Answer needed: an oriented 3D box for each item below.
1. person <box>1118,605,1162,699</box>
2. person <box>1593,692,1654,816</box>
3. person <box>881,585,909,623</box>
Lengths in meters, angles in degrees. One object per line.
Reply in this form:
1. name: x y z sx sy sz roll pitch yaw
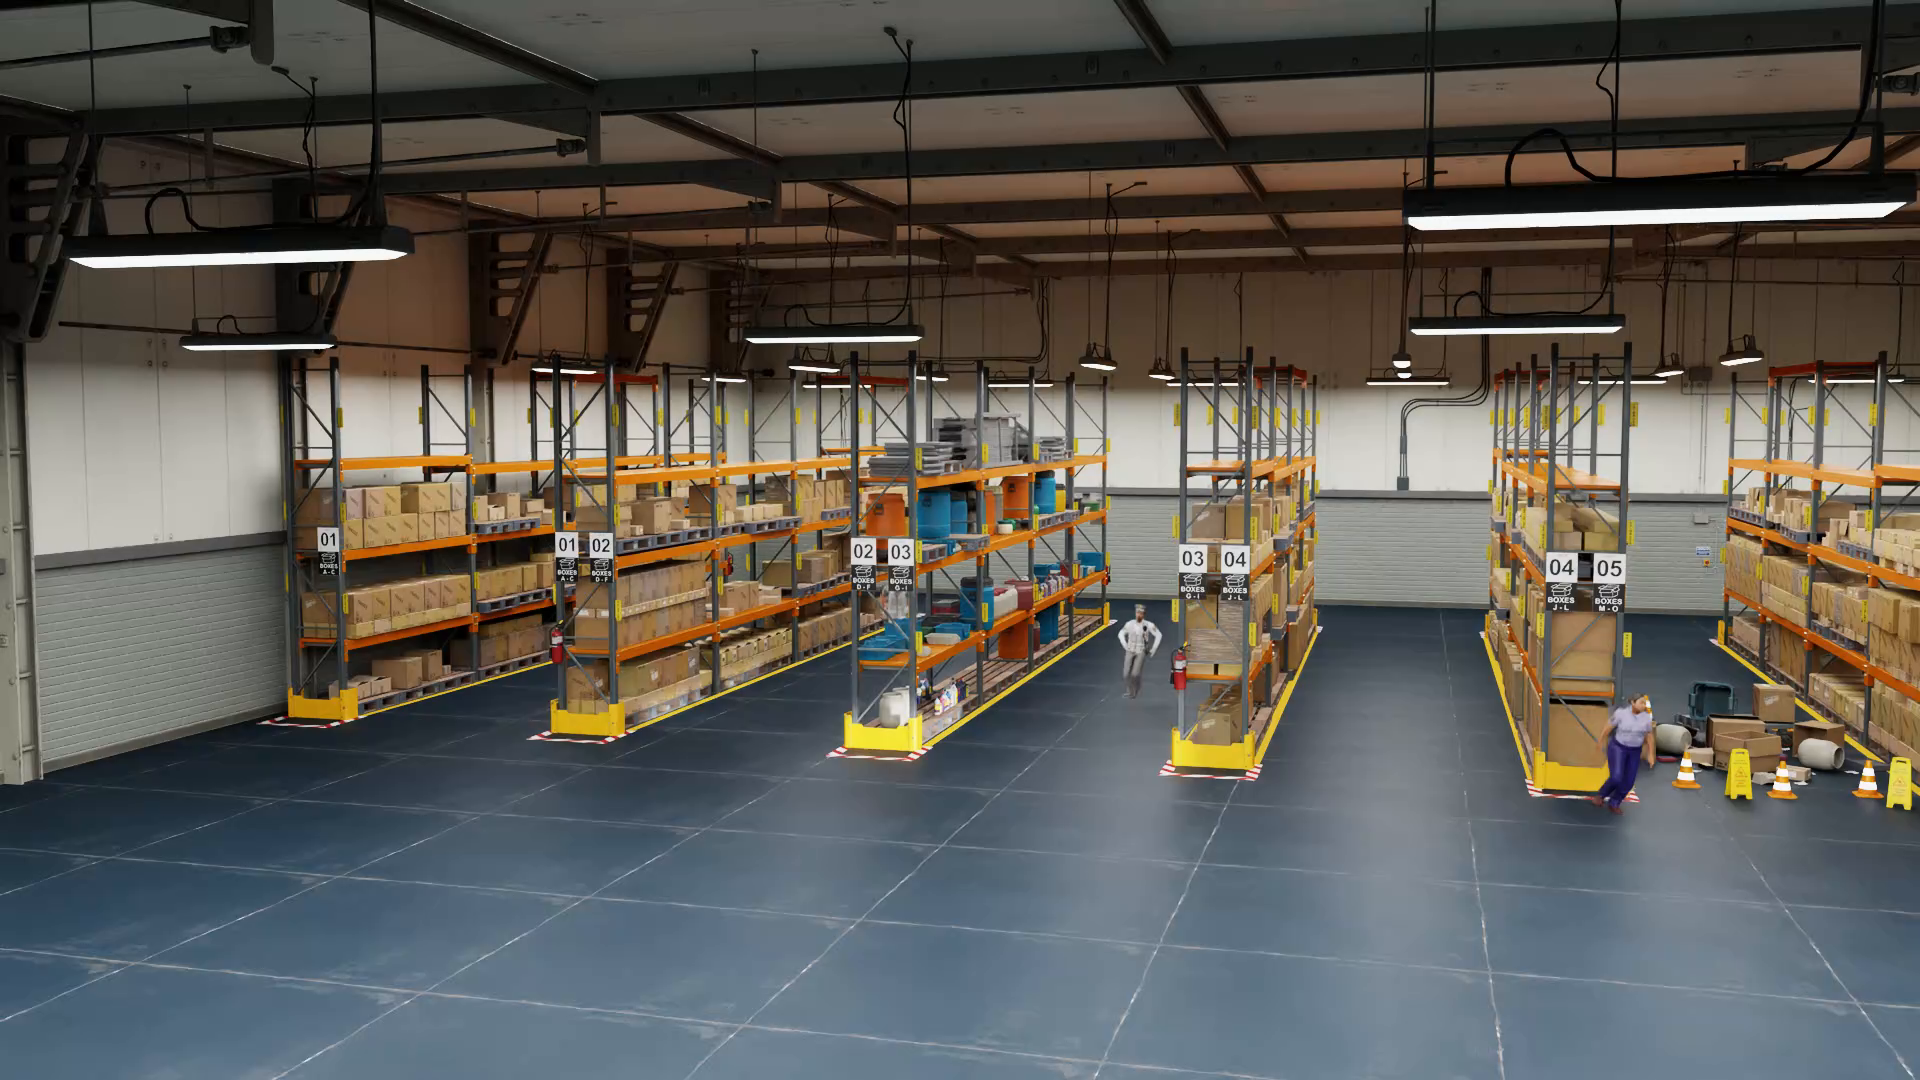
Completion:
1. person: 2.982 1.885 27.852 0.719 1.627 0.472 2 5 21
2. person: 8.348 2.681 20.914 0.636 1.607 0.551 0 4 -6
3. person: -1.260 1.449 33.283 0.664 1.659 0.720 0 4 -1
